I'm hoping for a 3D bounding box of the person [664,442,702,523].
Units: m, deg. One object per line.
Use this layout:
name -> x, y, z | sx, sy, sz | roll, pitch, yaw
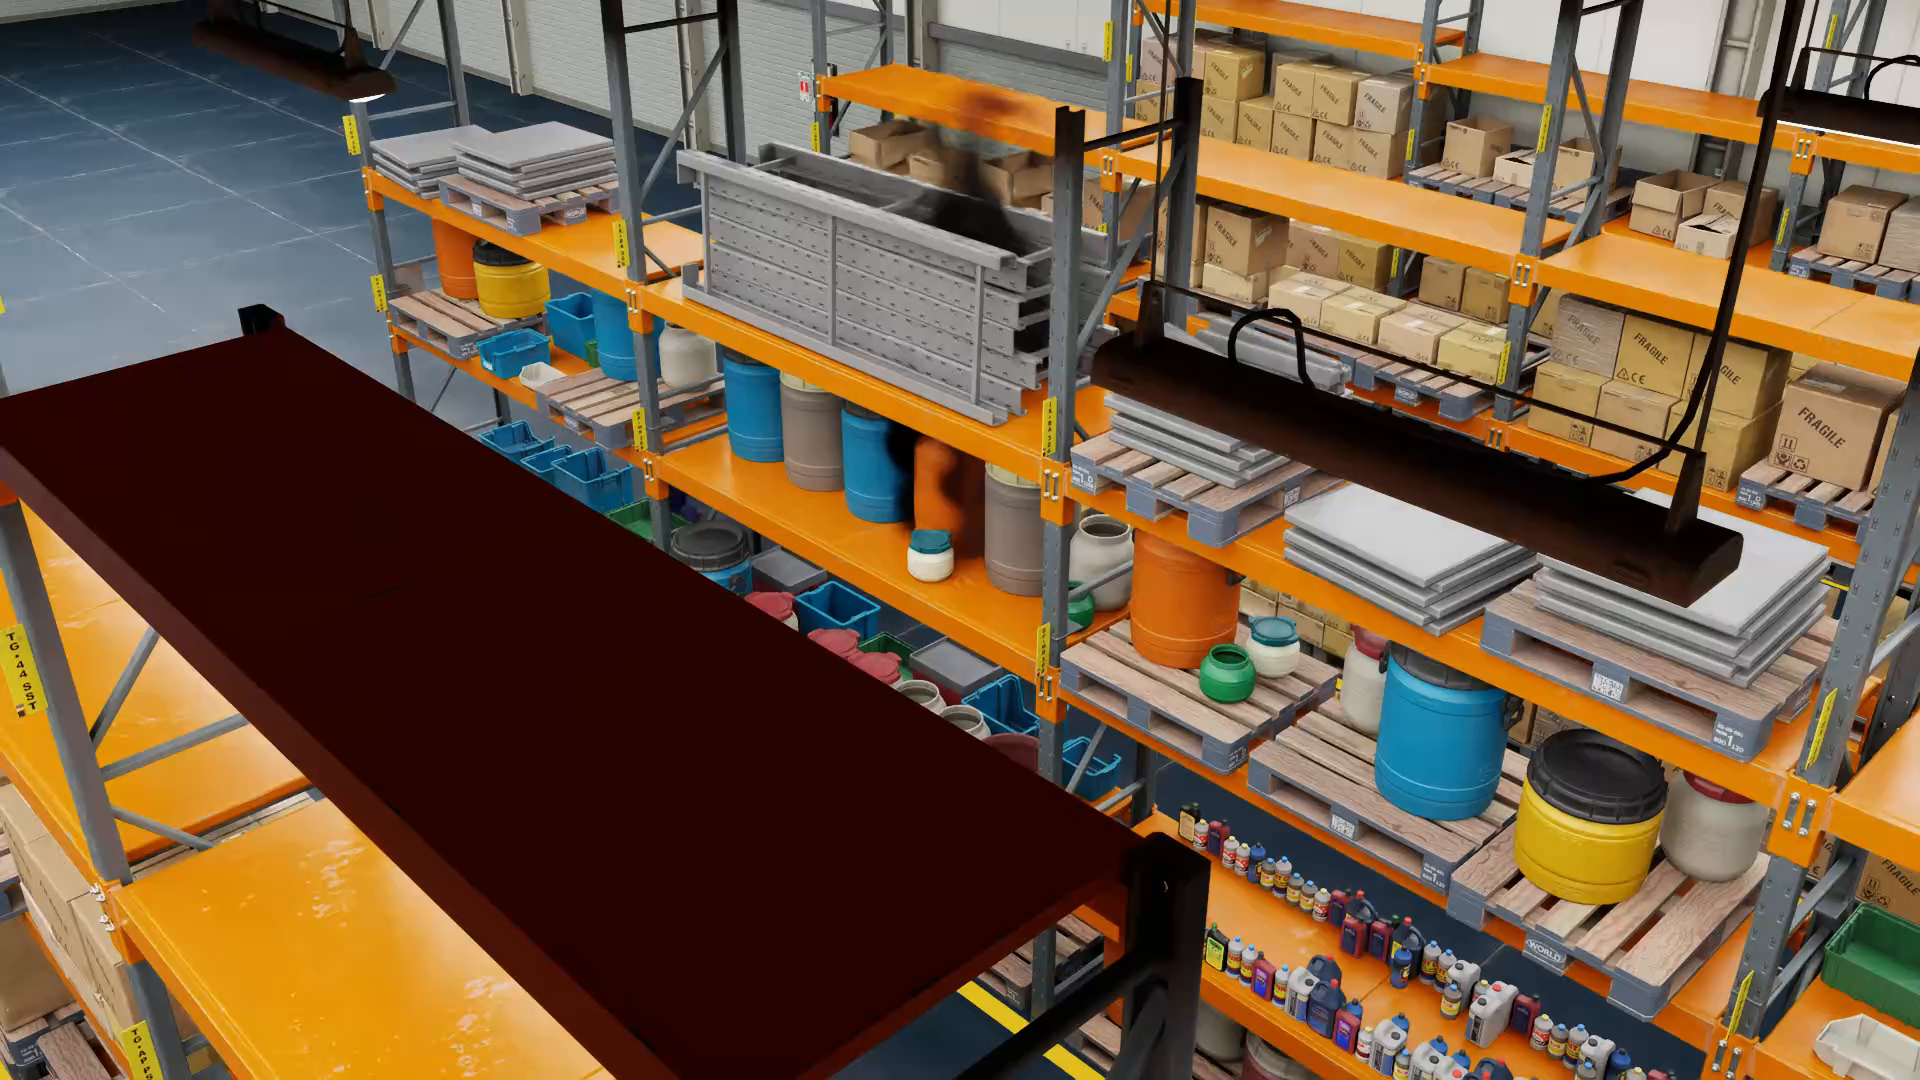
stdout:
person -> -2.869, -0.692, 16.586 | 0.862, 1.482, 0.636 | 9, 29, 16
